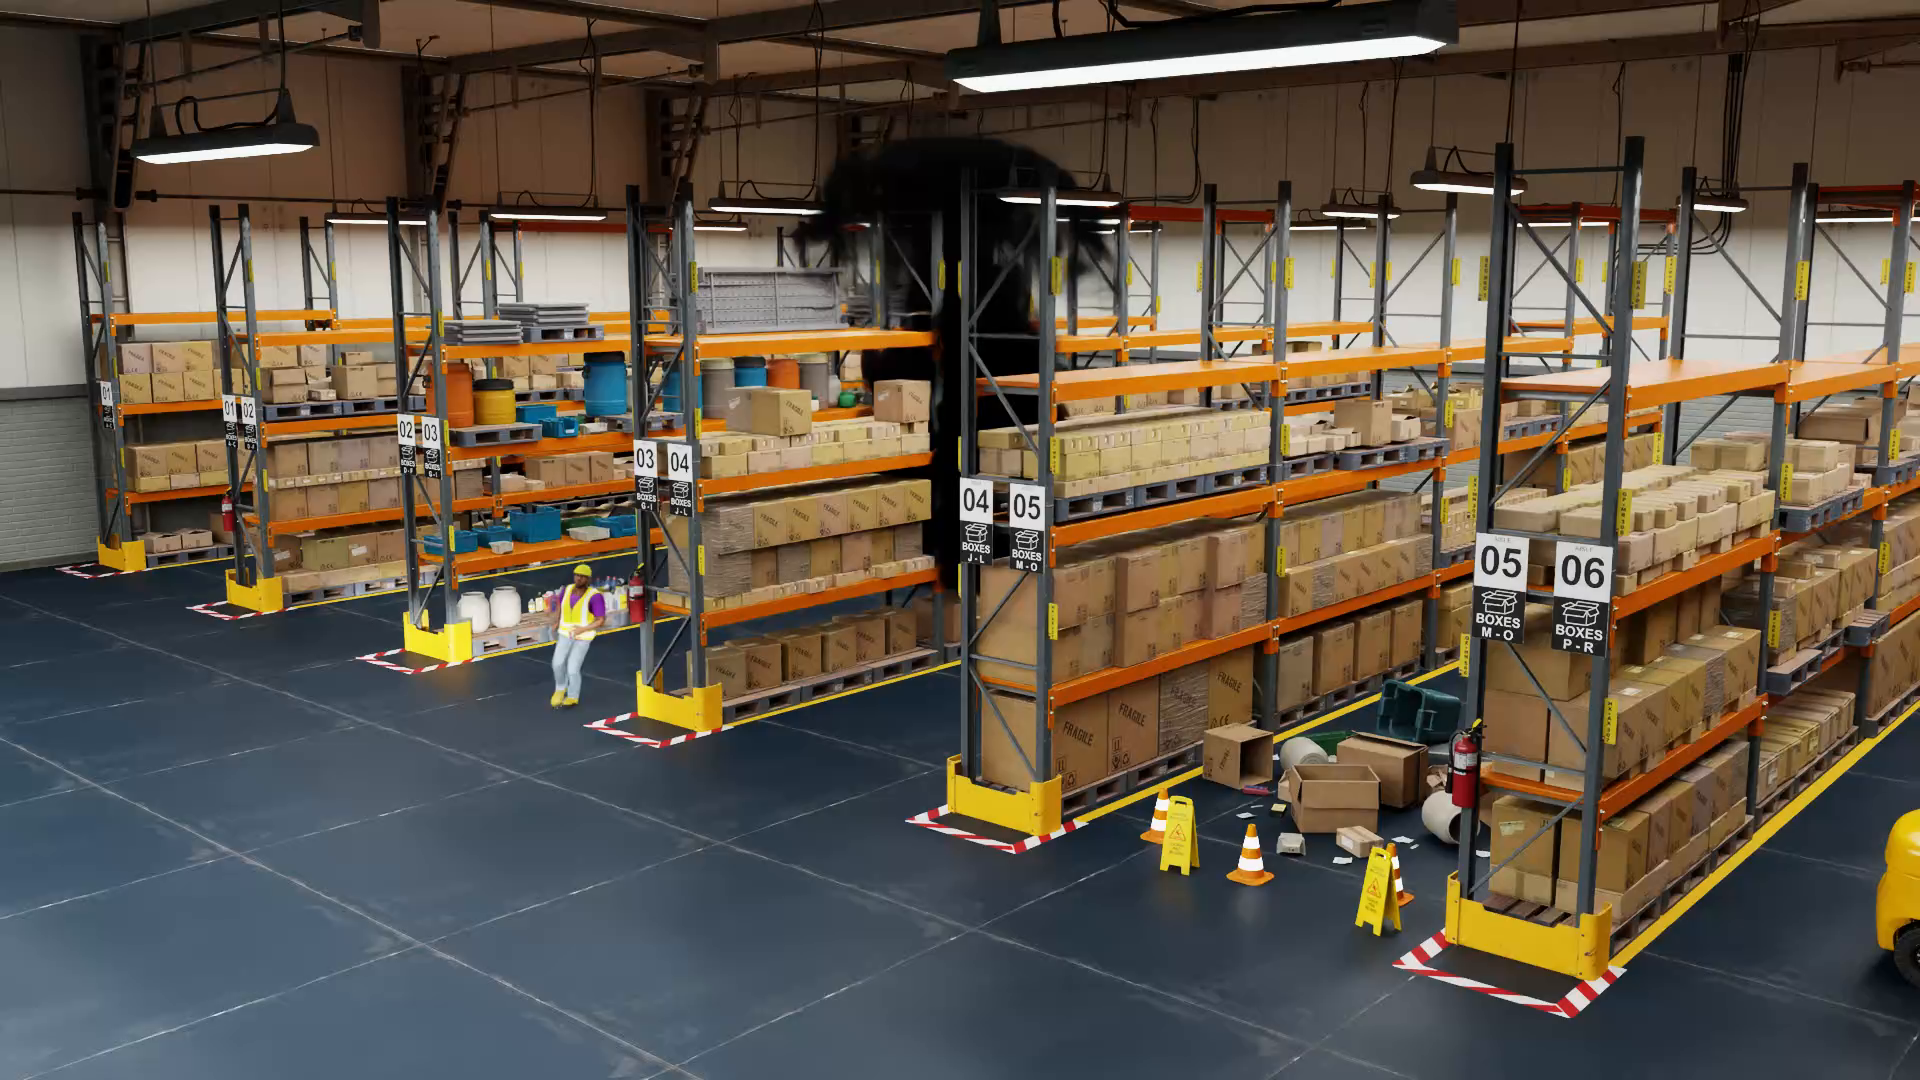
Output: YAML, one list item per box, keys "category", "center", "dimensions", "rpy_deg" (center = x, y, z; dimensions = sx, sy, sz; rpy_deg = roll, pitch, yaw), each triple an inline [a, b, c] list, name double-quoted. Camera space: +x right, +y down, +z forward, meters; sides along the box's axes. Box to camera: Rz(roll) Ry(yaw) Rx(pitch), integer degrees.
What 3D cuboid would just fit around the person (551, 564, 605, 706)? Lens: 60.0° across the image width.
- category: "person"
  center: [-4.464, 1.121, 19.301]
  dimensions: [0.722, 1.697, 0.651]
  rpy_deg: [2, 10, 9]
